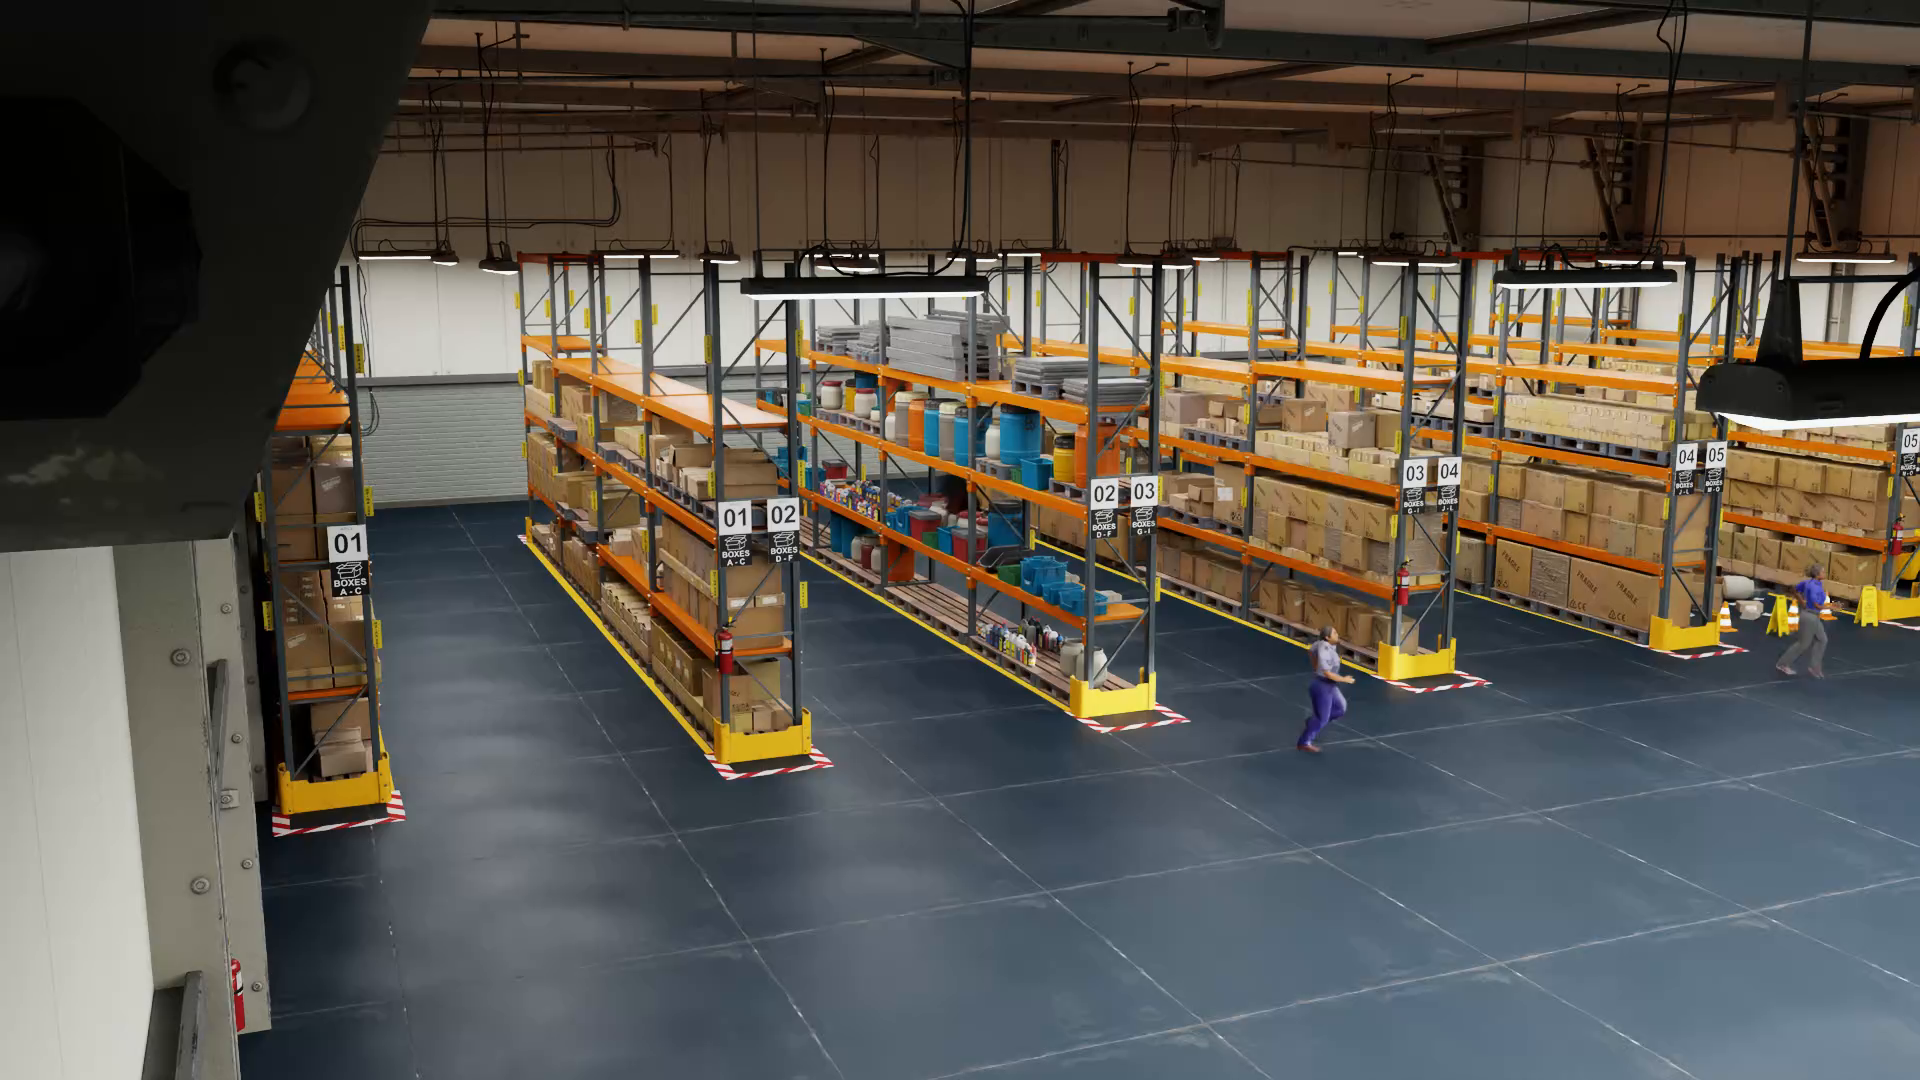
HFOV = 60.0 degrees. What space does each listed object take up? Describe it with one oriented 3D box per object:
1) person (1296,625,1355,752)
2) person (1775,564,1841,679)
[{"bbox_3d":[4.546,1.833,20.614,0.669,1.594,0.634,2,11,13],"label":"person"},{"bbox_3d":[12.245,1.206,23.982,0.777,1.723,0.590,5,11,23],"label":"person"}]
